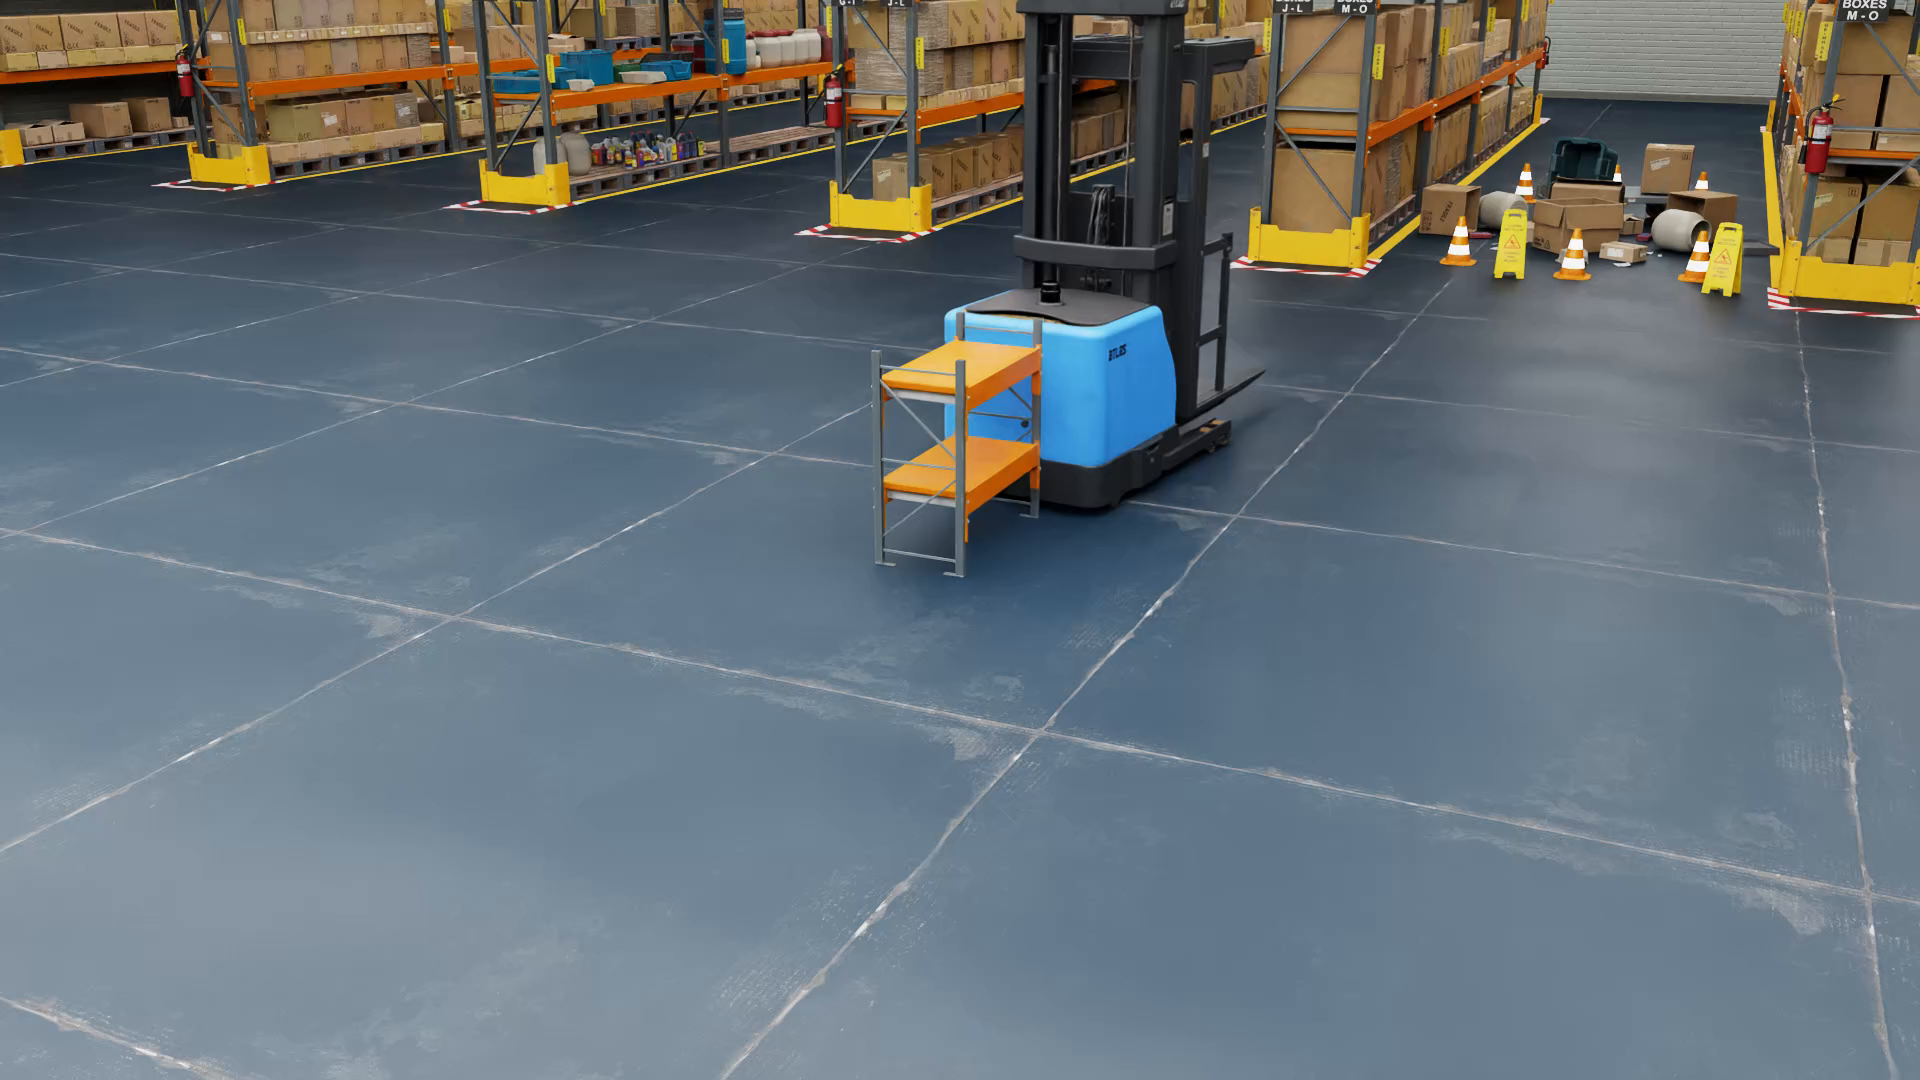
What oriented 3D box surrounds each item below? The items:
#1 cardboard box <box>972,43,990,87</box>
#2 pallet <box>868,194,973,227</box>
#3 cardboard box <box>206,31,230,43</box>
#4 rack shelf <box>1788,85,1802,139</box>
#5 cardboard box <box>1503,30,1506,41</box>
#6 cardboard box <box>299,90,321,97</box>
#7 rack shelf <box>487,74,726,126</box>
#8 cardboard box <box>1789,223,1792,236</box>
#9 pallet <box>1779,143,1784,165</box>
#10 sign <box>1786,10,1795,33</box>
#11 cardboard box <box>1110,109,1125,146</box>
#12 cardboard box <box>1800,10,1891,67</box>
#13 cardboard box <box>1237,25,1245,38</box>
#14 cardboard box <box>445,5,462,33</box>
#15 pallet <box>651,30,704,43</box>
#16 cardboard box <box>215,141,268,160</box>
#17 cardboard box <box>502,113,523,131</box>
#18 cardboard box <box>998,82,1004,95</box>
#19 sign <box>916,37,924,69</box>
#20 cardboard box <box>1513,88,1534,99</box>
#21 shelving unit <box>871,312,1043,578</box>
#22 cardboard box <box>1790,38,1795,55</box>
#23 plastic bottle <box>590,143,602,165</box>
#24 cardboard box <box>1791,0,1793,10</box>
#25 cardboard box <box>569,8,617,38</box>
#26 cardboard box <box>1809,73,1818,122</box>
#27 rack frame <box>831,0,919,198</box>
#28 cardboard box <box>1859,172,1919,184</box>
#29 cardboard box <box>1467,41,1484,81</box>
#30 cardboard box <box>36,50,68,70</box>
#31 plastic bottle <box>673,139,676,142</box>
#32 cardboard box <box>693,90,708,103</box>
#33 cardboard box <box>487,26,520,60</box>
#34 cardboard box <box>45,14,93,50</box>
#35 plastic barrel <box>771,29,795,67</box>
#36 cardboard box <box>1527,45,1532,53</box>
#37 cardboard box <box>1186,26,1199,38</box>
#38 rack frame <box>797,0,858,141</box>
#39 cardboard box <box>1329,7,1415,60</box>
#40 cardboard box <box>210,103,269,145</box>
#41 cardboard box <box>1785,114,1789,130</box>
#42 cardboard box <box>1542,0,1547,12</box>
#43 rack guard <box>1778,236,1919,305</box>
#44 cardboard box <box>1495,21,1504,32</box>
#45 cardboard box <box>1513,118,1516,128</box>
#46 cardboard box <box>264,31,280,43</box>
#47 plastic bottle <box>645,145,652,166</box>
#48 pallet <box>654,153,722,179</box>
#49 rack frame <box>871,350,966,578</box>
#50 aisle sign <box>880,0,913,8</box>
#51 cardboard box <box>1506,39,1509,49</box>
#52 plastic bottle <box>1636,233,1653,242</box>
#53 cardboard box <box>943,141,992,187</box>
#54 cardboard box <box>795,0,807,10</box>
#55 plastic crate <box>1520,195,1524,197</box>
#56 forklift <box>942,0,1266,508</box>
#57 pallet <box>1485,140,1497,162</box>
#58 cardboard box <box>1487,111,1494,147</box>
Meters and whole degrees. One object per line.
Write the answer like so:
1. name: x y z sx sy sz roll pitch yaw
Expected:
1. cardboard box: -0.133 -5.793 20.189 0.875 0.500 0.500 9 21 23
2. pallet: -0.542 -3.927 19.697 1.003 0.211 1.213 9 21 23
3. cardboard box: -9.991 -6.830 22.581 0.380 0.149 0.250 8 21 22
4. rack shelf: 10.560 -5.110 19.934 1.077 0.370 4.000 9 21 23
5. cardboard box: 8.266 -7.846 25.858 0.380 0.149 0.250 10 22 25
6. cardboard box: -11.961 -7.964 29.959 0.700 0.500 0.500 8 21 22
7. rack shelf: -4.637 -5.926 22.230 1.077 0.370 4.000 9 21 23
8. cardboard box: 8.408 -2.958 16.287 0.500 0.250 0.500 9 21 23
9. pallet: 12.770 -5.723 24.746 1.003 0.211 1.213 9 21 23
10. sign: 12.510 -7.804 25.025 0.100 0.325 0.005 9 21 23
11. cardboard box: 2.082 -6.242 25.117 0.700 0.500 0.500 7 21 20
12. cardboard box: 8.442 -4.783 15.855 0.700 0.500 0.500 8 21 22
13. cardboard box: 4.823 -9.130 29.945 0.500 0.250 0.500 9 22 24
14. cardboard box: -10.153 -10.240 32.661 0.500 0.500 0.500 9 22 24
15. pallet: -5.487 -9.683 32.007 1.003 0.211 1.213 9 21 23
16. cardboard box: -10.024 -5.442 23.270 0.500 0.250 0.500 9 21 23
17. cardboard box: -7.525 -6.864 27.270 0.500 0.250 0.500 8 21 21
18. cardboard box: 0.323 -5.597 20.606 0.380 0.149 0.250 9 21 23
19. sign: -0.443 -5.308 18.125 0.100 0.325 0.005 9 21 23
20. cardboard box: 9.967 -7.927 29.521 0.380 0.149 0.250 8 21 21
21. shelving unit: 0.003 -0.532 8.786 0.538 1.125 1.048 9 21 23
22. cardboard box: 12.161 -7.038 23.760 0.500 0.250 0.500 9 21 23
23. plastic bottle: -4.976 -5.273 22.727 0.152 0.276 0.135 9 21 23
24. cardboard box: 13.790 -8.599 27.030 0.500 0.500 0.500 8 21 22
25. cardboard box: -6.543 -9.233 29.679 0.700 0.500 0.500 2 20 4
26. cardboard box: 8.283 -4.158 15.591 0.500 0.500 0.500 9 21 23
27. rack frame: -0.938 -4.974 18.479 1.000 3.000 0.127 9 21 23
28. cardboard box: 8.905 -3.247 15.979 0.500 0.500 0.500 8 21 21
29. cardboard box: 6.882 -6.581 22.848 0.500 0.500 0.500 9 21 23
30. cardboard box: -13.806 -7.218 24.983 0.500 0.250 0.500 8 21 21
31. plastic bottle: -4.043 -5.518 23.417 0.152 0.276 0.135 9 21 23
32. cardboard box: -5.211 -8.692 32.008 0.500 0.500 0.500 9 21 23
33. cardboard box: -7.586 -8.151 27.263 0.500 0.500 0.500 9 21 23
34. cardboard box: -13.596 -7.717 25.266 0.500 0.500 0.500 8 21 21
35. plastic barrel: -2.749 -7.560 25.546 0.433 0.535 0.433 0 20 0
36. cardboard box: 9.779 -8.590 29.021 0.380 0.149 0.250 8 21 20
37. cardboard box: 3.617 -8.198 27.396 0.500 0.500 0.500 8 21 22
38. rack frame: -2.180 -8.099 27.267 1.000 3.000 0.127 9 21 23
39. cardboard box: 4.536 -5.627 18.478 0.875 0.550 0.550 9 21 23
40. cardboard box: -10.026 -5.795 23.145 0.500 0.500 0.500 9 21 23
41. cardboard box: 13.738 -6.725 26.598 0.875 0.438 0.875 8 21 21
42. cardboard box: 10.137 -9.638 29.508 0.500 0.500 0.500 8 21 22
43. rack guard: 8.134 -2.460 15.140 1.175 0.500 0.348 9 21 23
44. cardboard box: 8.149 -7.900 25.567 0.380 0.149 0.250 8 21 23
45. cardboard box: 9.011 -6.934 27.619 0.380 0.149 0.250 9 22 24
46. cardboard box: -9.511 -6.859 22.661 0.380 0.149 0.250 8 21 21
47. plastic bottle: -4.248 -5.223 22.593 0.097 0.271 0.097 0 20 0
48. pallet: -4.131 -5.363 23.735 1.003 0.211 1.213 9 21 23
49. rack frame: -0.205 -0.377 8.349 0.500 1.125 0.032 9 21 23
50. aisle sign: -0.689 -6.139 17.875 0.394 0.787 0.004 9 21 23
51. cardboard box: 8.478 -7.862 26.348 0.380 0.149 0.250 8 21 21
52. plastic bottle: 7.502 -3.316 18.201 0.133 0.061 0.283 13 23 32
53. cardboard box: 0.090 -4.724 20.878 0.500 0.500 0.500 7 21 18
54. cardboard box: -3.559 -11.416 34.950 0.500 0.500 0.500 9 22 24
55. plastic crate: 6.308 -3.955 19.724 0.662 0.188 0.450 -14 14 -33
56. forklift: 1.088 -2.001 10.222 1.130 2.935 3.031 11 23 29
57. pallet: 7.644 -6.005 25.539 1.003 0.211 1.213 9 21 23
58. cardboard box: 7.753 -6.221 25.090 0.500 0.500 0.500 8 21 21
